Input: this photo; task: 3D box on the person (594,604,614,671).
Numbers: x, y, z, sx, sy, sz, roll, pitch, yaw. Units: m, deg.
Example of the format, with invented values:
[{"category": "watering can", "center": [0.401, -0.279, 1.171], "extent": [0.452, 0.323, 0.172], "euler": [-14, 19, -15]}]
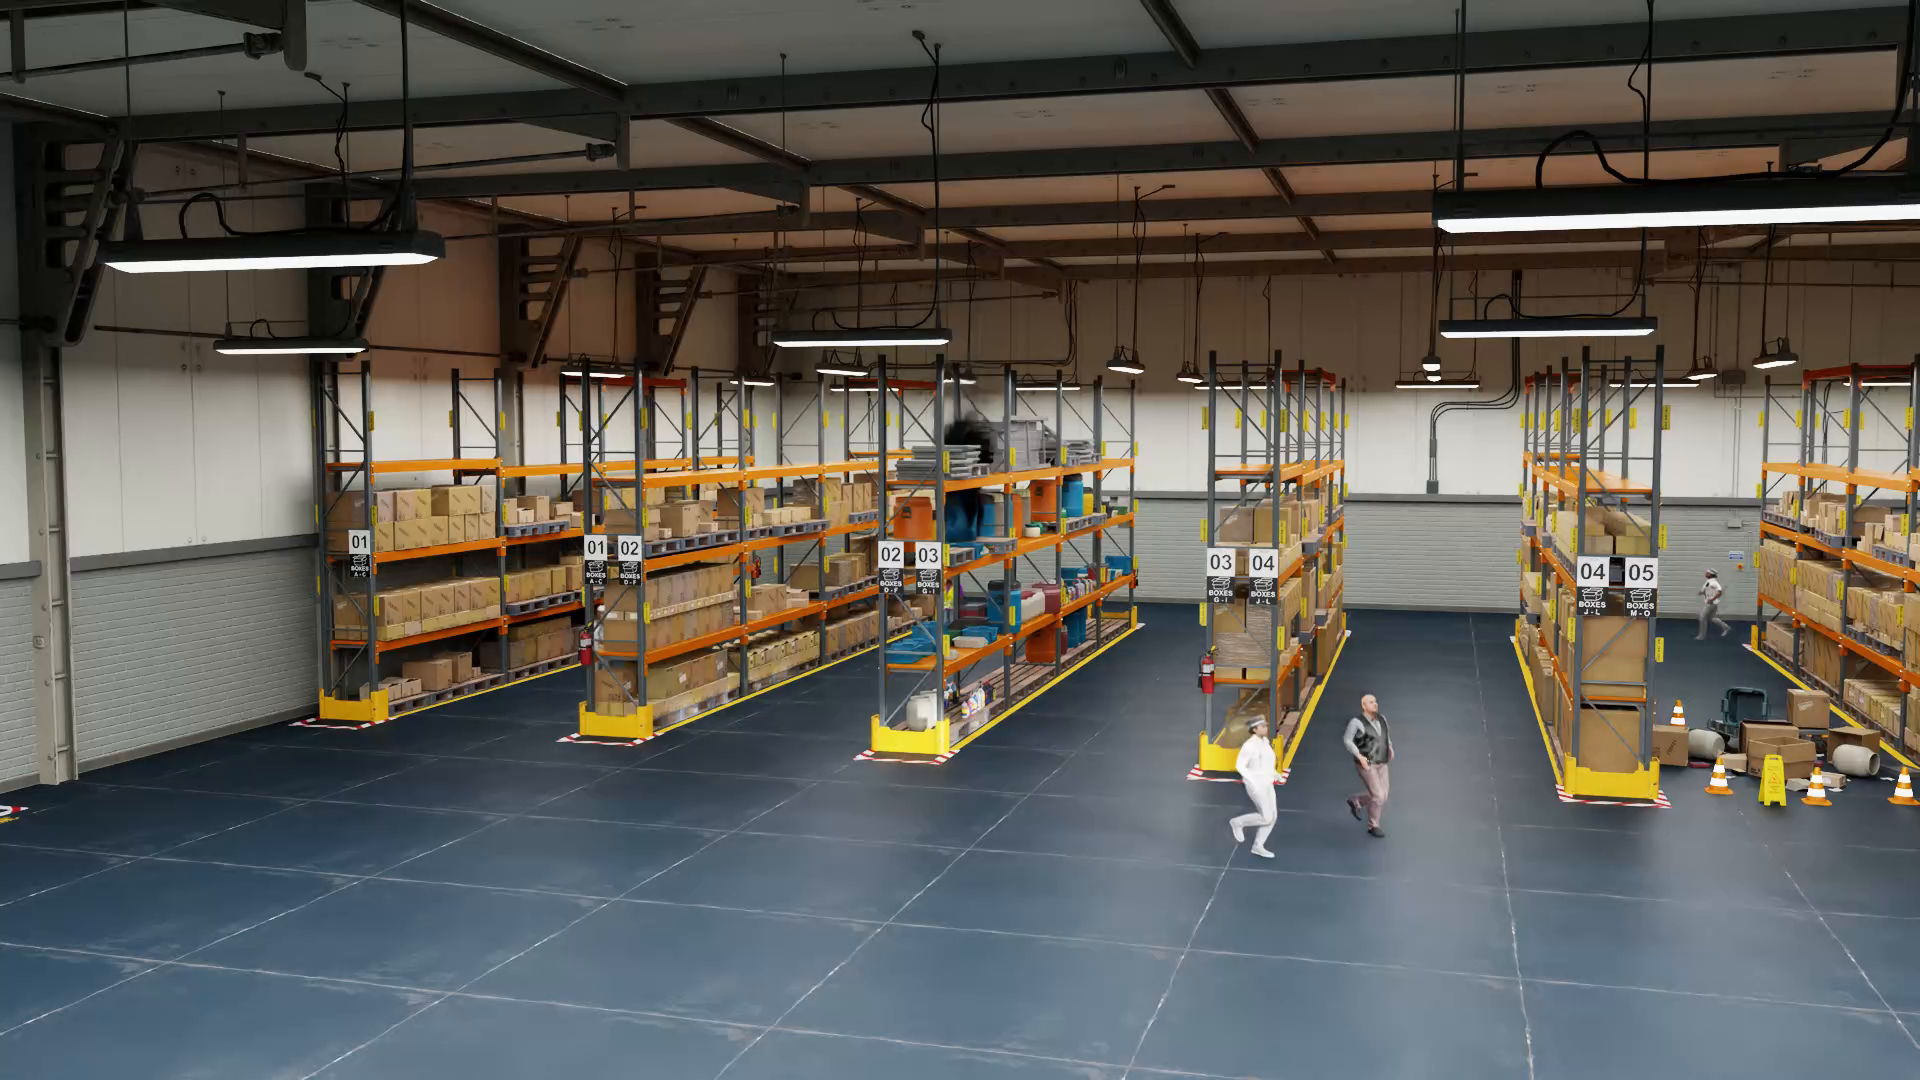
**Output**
[{"category": "person", "center": [-6.346, 2.016, 29.402], "extent": [0.644, 1.751, 0.642], "euler": [0, 4, -1]}]

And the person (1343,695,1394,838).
[{"category": "person", "center": [4.965, 2.722, 20.229], "extent": [0.659, 1.706, 0.664], "euler": [-2, 5, -30]}]

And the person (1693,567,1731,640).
[{"category": "person", "center": [17.189, 1.465, 37.923], "extent": [0.821, 1.699, 0.592], "euler": [1, 4, 18]}]

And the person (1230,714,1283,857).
[{"category": "person", "center": [3.424, 2.814, 19.180], "extent": [0.555, 1.657, 0.615], "euler": [3, 5, 39]}]

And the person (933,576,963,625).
[{"category": "person", "center": [-0.269, 1.510, 36.603], "extent": [0.680, 1.716, 0.720], "euler": [0, 4, 6]}]
